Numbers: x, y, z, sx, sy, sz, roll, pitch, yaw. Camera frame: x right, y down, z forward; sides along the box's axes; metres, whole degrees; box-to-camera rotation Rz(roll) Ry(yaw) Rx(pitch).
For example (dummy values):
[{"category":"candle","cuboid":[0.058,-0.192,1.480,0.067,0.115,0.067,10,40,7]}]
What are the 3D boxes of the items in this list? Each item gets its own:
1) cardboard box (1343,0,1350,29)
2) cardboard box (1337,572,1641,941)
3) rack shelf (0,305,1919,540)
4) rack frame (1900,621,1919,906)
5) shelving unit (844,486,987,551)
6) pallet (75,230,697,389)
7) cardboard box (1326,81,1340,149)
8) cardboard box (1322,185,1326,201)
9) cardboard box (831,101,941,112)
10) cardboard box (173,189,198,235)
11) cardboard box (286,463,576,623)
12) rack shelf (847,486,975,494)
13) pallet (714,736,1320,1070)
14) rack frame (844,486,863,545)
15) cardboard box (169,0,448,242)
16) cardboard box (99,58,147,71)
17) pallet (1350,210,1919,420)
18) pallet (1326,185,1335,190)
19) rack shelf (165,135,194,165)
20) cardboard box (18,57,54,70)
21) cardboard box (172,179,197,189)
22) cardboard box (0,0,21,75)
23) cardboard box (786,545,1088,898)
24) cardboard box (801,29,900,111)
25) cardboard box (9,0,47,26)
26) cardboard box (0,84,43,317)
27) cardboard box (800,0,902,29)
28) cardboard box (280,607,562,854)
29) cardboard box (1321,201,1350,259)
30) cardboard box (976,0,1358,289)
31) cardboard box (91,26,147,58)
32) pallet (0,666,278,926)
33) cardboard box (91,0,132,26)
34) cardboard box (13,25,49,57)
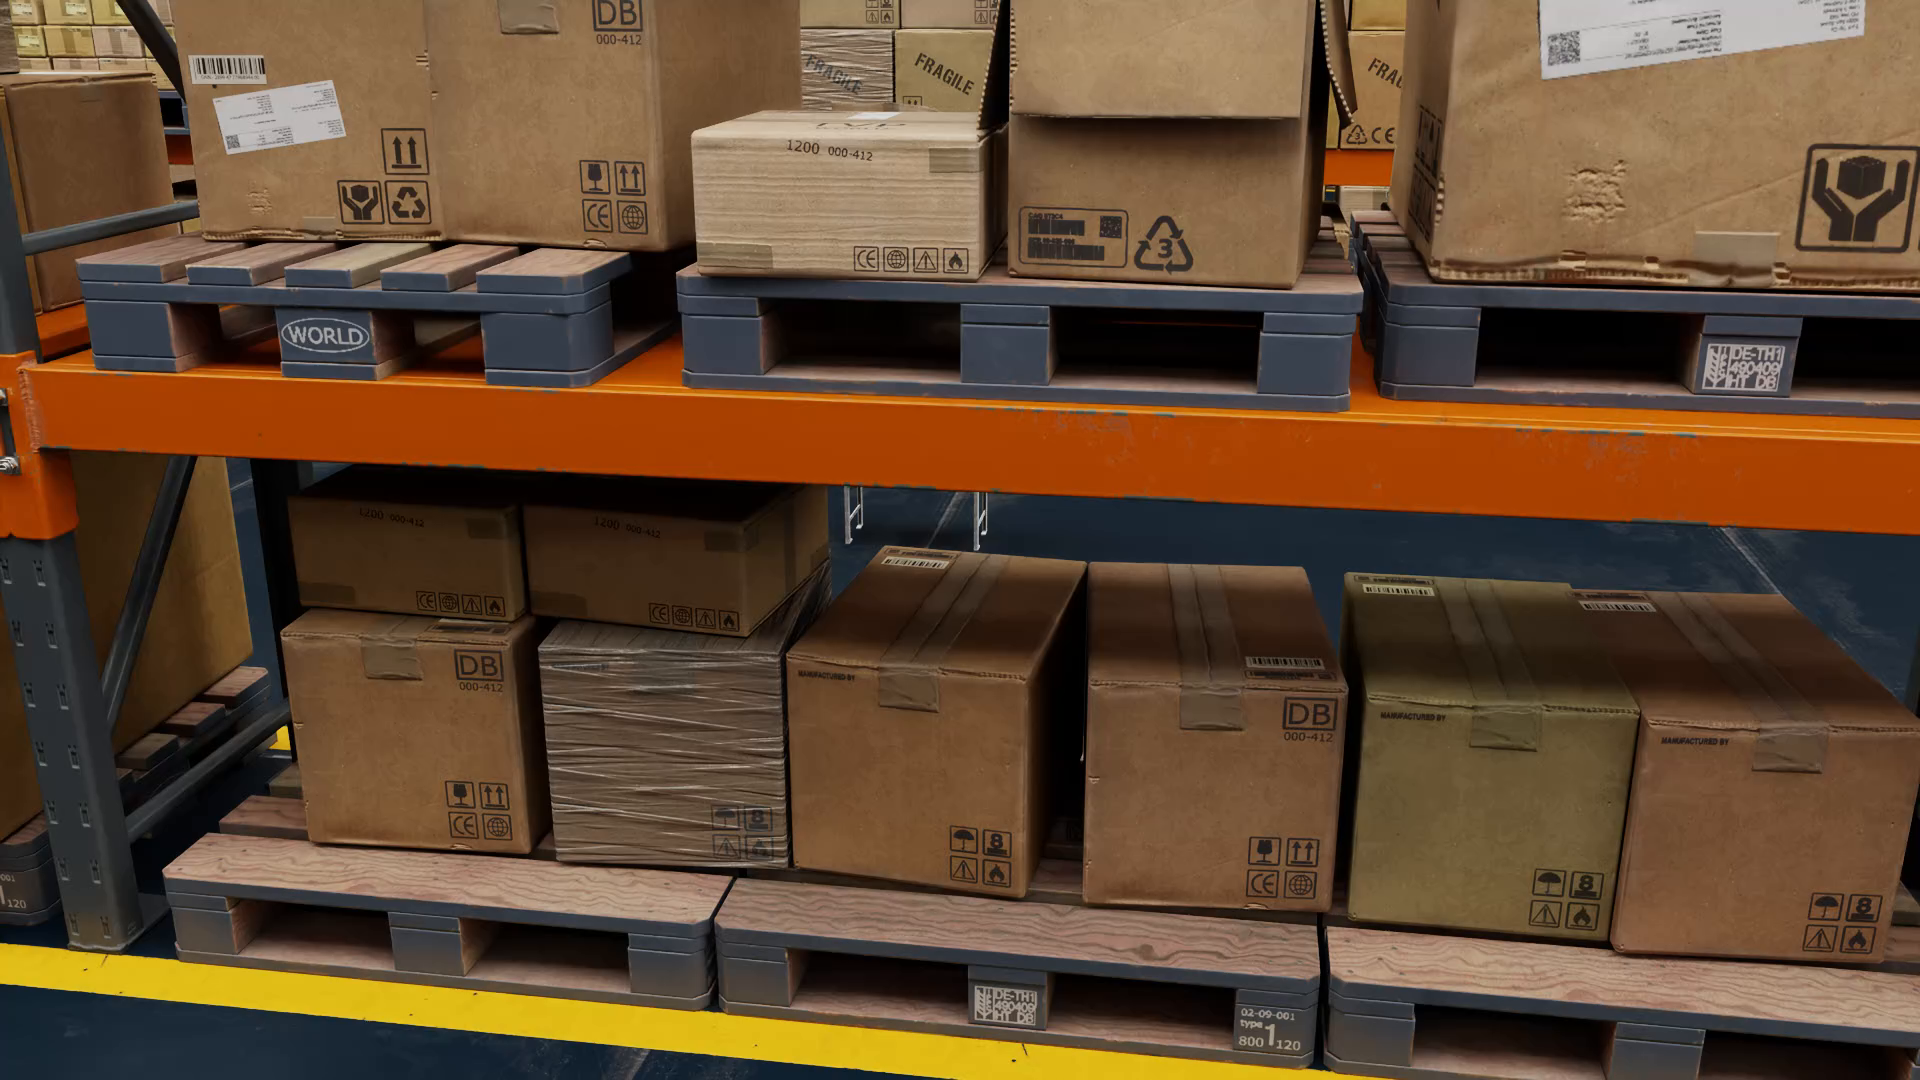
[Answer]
[{"category":"cardboard box","cuboid":[1.535,-2.623,7.683,0.500,0.500,0.700,3,19,9]},{"category":"cardboard box","cuboid":[1.076,0.430,3.536,0.500,0.500,0.700,3,19,8]},{"category":"rack shelf","cuboid":[0.172,-0.238,3.422,4.000,0.370,1.077,3,19,9]},{"category":"rack frame","cuboid":[2.147,-0.479,3.007,0.127,3.000,1.000,3,19,9]},{"category":"shelving unit","cuboid":[-0.163,-0.577,6.138,0.503,1.200,0.258,3,19,9]},{"category":"pallet","cuboid":[-1.082,-0.587,3.632,1.003,0.211,1.213,3,19,9]},{"category":"cardboard box","cuboid":[1.478,-2.069,7.600,0.500,0.500,0.500,3,19,9]},{"category":"cardboard box","cuboid":[2.490,-2.597,12.818,0.625,0.372,0.950,4,19,12]},{"category":"cardboard box","cuboid":[-0.113,-0.816,3.566,0.258,0.266,0.396,2,19,7]},{"category":"cardboard box","cuboid":[-4.177,-1.680,8.692,0.500,0.250,0.500,2,19,6]},{"category":"cardboard box","cuboid":[-1.136,-0.035,3.744,0.500,0.250,0.500,4,19,11]},{"category":"rack shelf","cuboid":[-0.163,-0.289,6.234,0.480,0.148,0.258,3,19,9]},{"category":"pallet","cuboid":[0.170,0.744,3.747,1.213,0.211,1.003,3,19,9]},{"category":"rack frame","cuboid":[-0.404,-0.590,6.174,0.015,1.200,0.240,3,19,9]},{"category":"cardboard box","cuboid":[-1.263,-0.912,3.483,0.500,0.500,0.500,1,19,2]},{"category":"cardboard box","cuboid":[-4.028,-2.321,8.245,0.250,0.149,0.380,3,19,9]},{"category":"pallet","cuboid":[1.416,-0.472,3.289,1.213,0.211,1.003,3,19,9]},{"category":"pallet","cuboid":[3.769,-3.841,17.451,1.213,0.211,1.003,3,19,9]},{"category":"rack shelf","cuboid":[-2.890,-1.989,8.653,4.000,0.370,1.077,3,19,9]},{"category":"cardboard box","cuboid":[-4.549,-2.346,8.323,0.250,0.149,0.380,2,19,6]},{"category":"cardboard box","cuboid":[-4.090,-1.841,9.175,0.500,0.250,0.500,2,19,7]},{"category":"cardboard box","cuboid":[-2.522,-1.245,3.559,0.637,0.503,0.797,4,19,11]},{"category":"cardboard box","cuboid":[-0.027,0.374,3.703,0.500,0.500,0.700,5,19,13]},{"category":"cardboard box","cuboid":[-0.515,-2.169,7.902,0.500,0.500,0.500,3,19,9]},{"category":"cardboard box","cuboid":[-4.549,-2.629,8.228,0.250,0.149,0.380,4,19,11]},{"category":"cardboard box","cuboid":[-2.329,-0.675,3.435,0.500,0.500,0.500,4,19,10]},{"category":"cardboard box","cuboid":[-0.474,-2.725,7.986,0.500,0.500,0.700,3,19,8]},{"category":"cardboard box","cuboid":[-1.138,0.324,3.854,0.500,0.500,0.700,2,19,6]},{"category":"cardboard box","cuboid":[1.455,-1.213,8.084,0.750,0.750,1.050,3,19,9]},{"category":"cardboard box","cuboid":[0.421,-0.785,3.098,0.637,0.503,0.797,5,19,14]},{"category":"cardboard box","cuboid":[-4.038,-2.462,8.200,0.250,0.149,0.380,3,19,10]},{"category":"pallet","cuboid":[-2.569,0.579,4.240,1.213,0.211,1.003,3,19,9]},{"category":"cardboard box","cuboid":[-4.020,-2.603,8.151,0.250,0.149,0.380,3,19,9]},{"category":"cardboard box","cuboid":[-4.549,-2.488,8.276,0.250,0.149,0.380,3,19,10]}]
